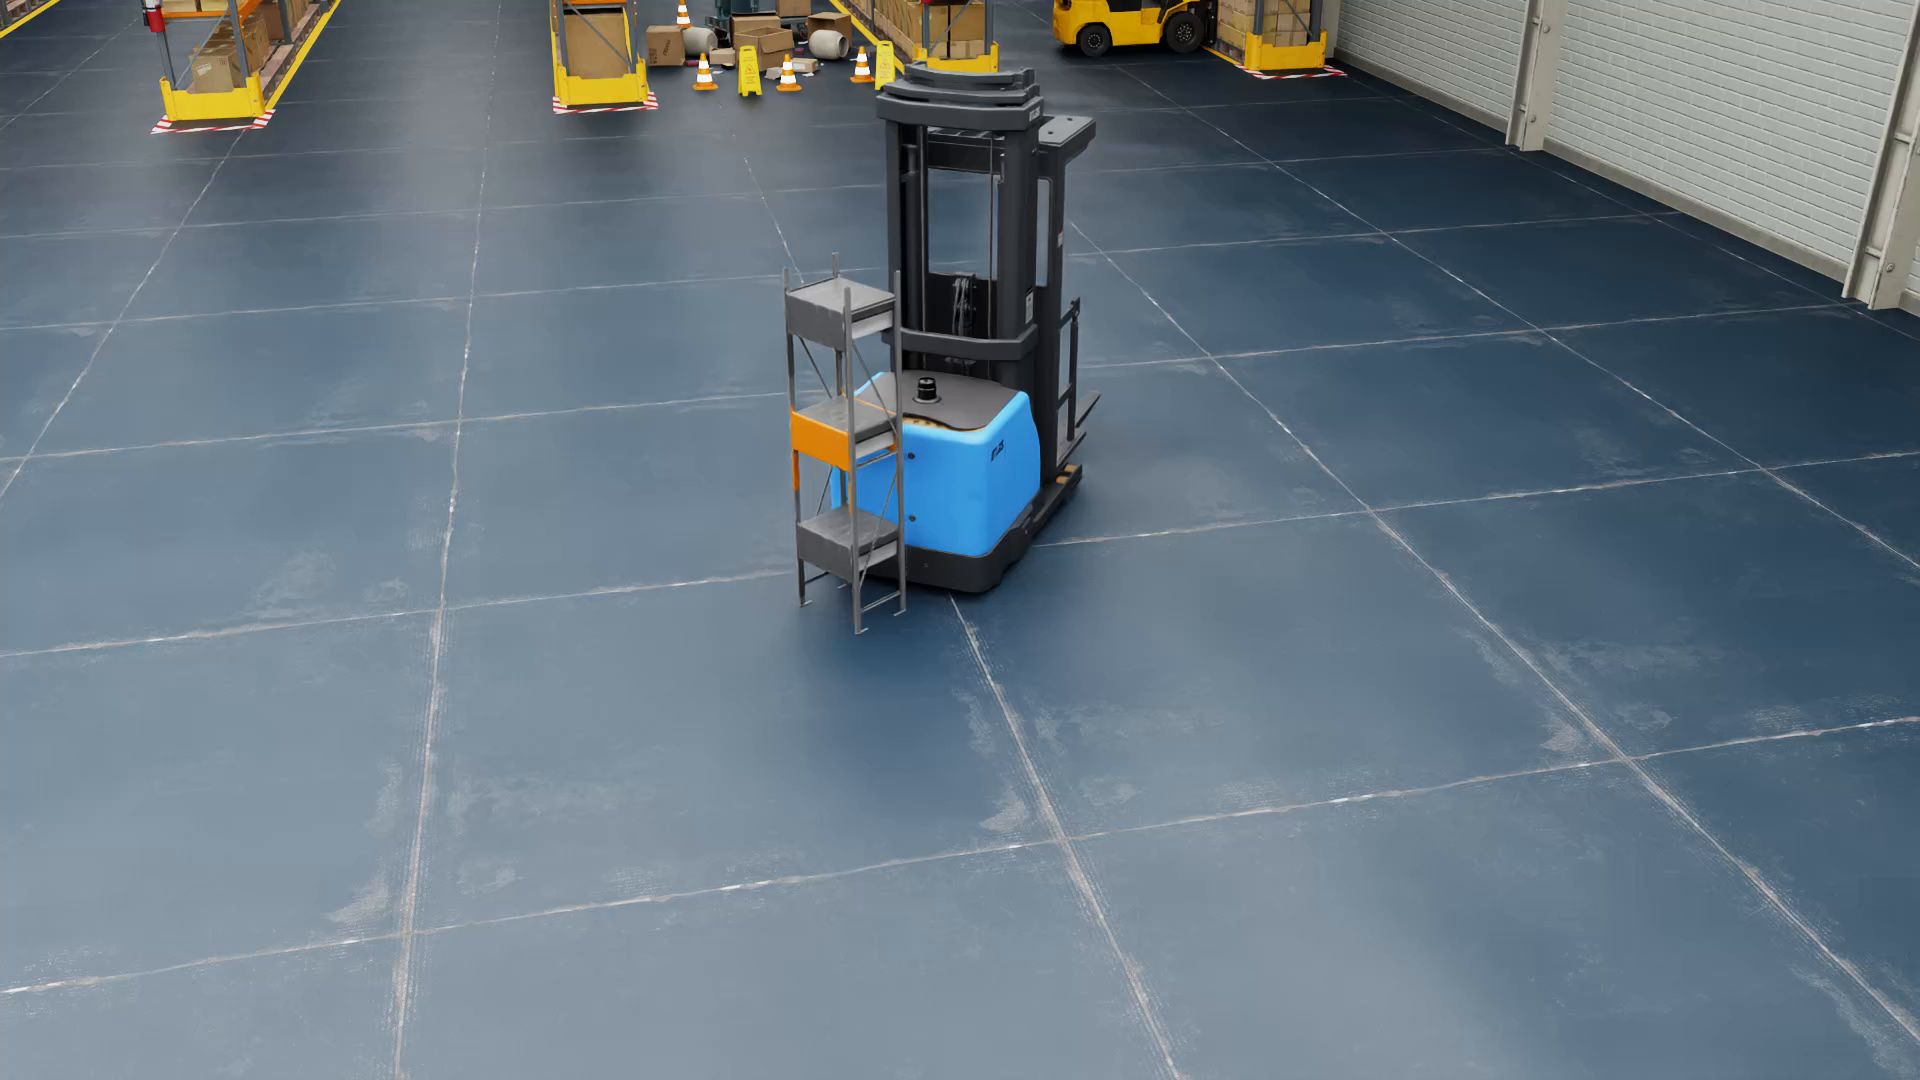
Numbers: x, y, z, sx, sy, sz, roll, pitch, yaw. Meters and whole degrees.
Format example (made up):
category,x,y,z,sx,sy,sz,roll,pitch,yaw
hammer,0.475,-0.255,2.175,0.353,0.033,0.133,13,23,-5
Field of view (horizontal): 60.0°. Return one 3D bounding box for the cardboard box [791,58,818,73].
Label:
category,x,y,z,sx,sy,sz,roll,pitch,yaw
cardboard box,-2.299,-6.955,24.365,0.380,0.149,0.250,8,28,15

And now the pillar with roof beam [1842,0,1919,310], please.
category,x,y,z,sx,sy,sz,roll,pitch,yaw
pillar with roof beam,4.030,-5.734,12.123,9.100,9.000,0.400,-6,27,-12

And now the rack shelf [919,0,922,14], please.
category,x,y,z,sx,sy,sz,roll,pitch,yaw
rack shelf,-0.487,-8.415,24.891,1.077,0.370,4.000,-6,27,-12

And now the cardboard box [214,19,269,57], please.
category,x,y,z,sx,sy,sz,roll,pitch,yaw
cardboard box,-10.405,-7.249,24.091,0.500,0.500,0.500,2,27,5

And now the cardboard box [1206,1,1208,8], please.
category,x,y,z,sx,sy,sz,roll,pitch,yaw
cardboard box,4.036,-8.394,26.083,0.500,0.250,0.500,-6,27,-12

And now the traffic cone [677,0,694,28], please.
category,x,y,z,sx,sy,sz,roll,pitch,yaw
traffic cone,-4.569,-8.676,27.426,0.336,0.463,0.334,-6,27,-12

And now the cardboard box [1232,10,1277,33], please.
category,x,y,z,sx,sy,sz,roll,pitch,yaw
cardboard box,4.385,-7.729,24.764,0.500,0.250,0.500,-6,27,-12

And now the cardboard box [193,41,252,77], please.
category,x,y,z,sx,sy,sz,roll,pitch,yaw
cardboard box,-9.984,-6.458,22.524,0.500,0.500,0.500,1,27,2

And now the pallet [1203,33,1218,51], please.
category,x,y,z,sx,sy,sz,roll,pitch,yaw
pallet,4.314,-7.985,26.335,1.003,0.211,1.213,-6,27,-12

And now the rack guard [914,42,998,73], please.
category,x,y,z,sx,sy,sz,roll,pitch,yaw
rack guard,-0.053,-6.775,23.619,1.175,0.500,0.348,-6,27,-12

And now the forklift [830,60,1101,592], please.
category,x,y,z,sx,sy,sz,roll,pitch,yaw
forklift,0.198,-1.636,10.739,1.130,2.935,3.031,10,28,19

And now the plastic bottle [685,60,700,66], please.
category,x,y,z,sx,sy,sz,roll,pitch,yaw
plastic bottle,-3.945,-7.109,24.767,0.283,0.061,0.133,-16,31,-29

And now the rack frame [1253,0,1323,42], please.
category,x,y,z,sx,sy,sz,roll,pitch,yaw
rack frame,4.799,-8.364,23.991,1.000,3.000,0.127,-6,27,-12

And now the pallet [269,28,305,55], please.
category,x,y,z,sx,sy,sz,roll,pitch,yaw
pallet,-10.770,-7.704,25.780,1.003,0.211,1.213,-6,27,-12

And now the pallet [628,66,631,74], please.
category,x,y,z,sx,sy,sz,roll,pitch,yaw
pallet,-5.092,-6.409,23.214,1.003,0.211,1.213,-6,27,-12

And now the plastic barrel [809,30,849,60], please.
category,x,y,z,sx,sy,sz,roll,pitch,yaw
plastic barrel,-1.977,-7.461,25.062,0.512,0.421,0.421,13,30,24

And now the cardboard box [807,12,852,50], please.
category,x,y,z,sx,sy,sz,roll,pitch,yaw
cardboard box,-2.022,-7.891,25.825,0.500,0.500,0.500,13,30,24

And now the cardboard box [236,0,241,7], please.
category,x,y,z,sx,sy,sz,roll,pitch,yaw
cardboard box,-9.561,-7.000,21.569,0.380,0.149,0.250,-6,27,-12

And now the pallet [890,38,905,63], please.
category,x,y,z,sx,sy,sz,roll,pitch,yaw
pallet,-0.473,-7.541,25.456,1.003,0.211,1.213,-6,27,-12

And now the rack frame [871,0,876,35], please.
category,x,y,z,sx,sy,sz,roll,pitch,yaw
rack frame,-0.938,-9.614,26.468,1.000,3.000,0.127,-6,27,-12

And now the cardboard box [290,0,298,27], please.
category,x,y,z,sx,sy,sz,roll,pitch,yaw
cardboard box,-10.926,-8.417,26.382,0.700,0.500,0.500,-8,28,-16

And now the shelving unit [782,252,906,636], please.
category,x,y,z,sx,sy,sz,roll,pitch,yaw
shelving unit,-0.643,-0.523,9.456,0.503,2.100,0.431,23,35,38

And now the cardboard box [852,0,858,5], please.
category,x,y,z,sx,sy,sz,roll,pitch,yaw
cardboard box,-1.382,-9.479,28.651,0.950,0.372,0.625,-5,27,-10

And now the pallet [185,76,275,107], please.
category,x,y,z,sx,sy,sz,roll,pitch,yaw
pallet,-9.857,-6.000,22.404,1.003,0.211,1.213,-6,27,-12

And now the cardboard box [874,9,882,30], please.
category,x,y,z,sx,sy,sz,roll,pitch,yaw
cardboard box,-1.068,-8.287,26.426,0.500,0.250,0.500,-7,28,-14

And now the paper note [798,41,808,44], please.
category,x,y,z,sx,sy,sz,roll,pitch,yaw
paper note,-2.480,-7.883,26.333,0.148,0.019,0.142,-6,27,-12

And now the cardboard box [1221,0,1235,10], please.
category,x,y,z,sx,sy,sz,roll,pitch,yaw
cardboard box,4.271,-8.164,25.072,0.500,0.250,0.500,-5,27,-11

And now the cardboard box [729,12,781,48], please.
category,x,y,z,sx,sy,sz,roll,pitch,yaw
cardboard box,-3.117,-7.728,25.351,0.797,0.637,0.503,-6,27,-12

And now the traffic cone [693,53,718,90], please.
category,x,y,z,sx,sy,sz,roll,pitch,yaw
traffic cone,-3.572,-6.556,23.225,0.336,0.463,0.334,-6,27,-12

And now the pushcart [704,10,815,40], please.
category,x,y,z,sx,sy,sz,roll,pitch,yaw
pushcart,-3.148,-8.190,26.557,1.648,0.377,0.936,-16,31,-29

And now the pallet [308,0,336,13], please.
category,x,y,z,sx,sy,sz,roll,pitch,yaw
pallet,-11.598,-9.472,29.283,1.003,0.211,1.213,-6,27,-12

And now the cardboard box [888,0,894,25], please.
category,x,y,z,sx,sy,sz,roll,pitch,yaw
cardboard box,-0.820,-8.161,25.342,0.500,0.500,0.500,-5,27,-9

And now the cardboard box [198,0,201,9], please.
category,x,y,z,sx,sy,sz,roll,pitch,yaw
cardboard box,-10.012,-6.953,21.476,0.380,0.149,0.250,-6,27,-12

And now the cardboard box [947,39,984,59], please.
category,x,y,z,sx,sy,sz,roll,pitch,yaw
cardboard box,0.052,-7.200,24.271,0.500,0.250,0.500,-6,27,-12

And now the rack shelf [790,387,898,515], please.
category,x,y,z,sx,sy,sz,roll,pitch,yaw
rack shelf,-0.643,-0.511,9.462,0.480,0.518,0.431,23,35,38

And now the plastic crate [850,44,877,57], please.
category,x,y,z,sx,sy,sz,roll,pitch,yaw
plastic crate,-1.383,-7.538,25.596,0.402,0.080,0.583,-16,31,-29

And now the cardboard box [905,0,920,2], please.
category,x,y,z,sx,sy,sz,roll,pitch,yaw
cardboard box,-0.619,-7.922,24.149,0.380,0.149,0.250,-5,27,-10

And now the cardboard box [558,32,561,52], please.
category,x,y,z,sx,sy,sz,roll,pitch,yaw
cardboard box,-5.254,-7.227,23.631,0.875,0.875,0.875,-6,27,-12

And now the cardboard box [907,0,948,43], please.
category,x,y,z,sx,sy,sz,roll,pitch,yaw
cardboard box,-0.471,-7.478,23.990,0.500,0.500,0.500,-6,27,-11

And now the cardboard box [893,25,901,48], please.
category,x,y,z,sx,sy,sz,roll,pitch,yaw
cardboard box,-0.713,-7.603,25.069,0.500,0.250,0.500,-7,28,-13

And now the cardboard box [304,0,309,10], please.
category,x,y,z,sx,sy,sz,roll,pitch,yaw
cardboard box,-11.324,-9.152,27.839,0.700,0.500,0.500,-7,28,-14

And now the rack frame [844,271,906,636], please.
category,x,y,z,sx,sy,sz,roll,pitch,yaw
rack frame,-0.466,-0.447,9.306,0.015,2.100,0.400,23,35,38

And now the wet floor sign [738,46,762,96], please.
category,x,y,z,sx,sy,sz,roll,pitch,yaw
wet floor sign,-2.900,-6.448,22.809,0.267,0.644,0.232,-11,29,-20

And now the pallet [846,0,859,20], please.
category,x,y,z,sx,sy,sz,roll,pitch,yaw
pallet,-1.393,-9.247,28.837,1.003,0.211,1.213,-6,27,-12

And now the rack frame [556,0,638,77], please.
category,x,y,z,sx,sy,sz,roll,pitch,yaw
rack frame,-4.836,-7.311,21.906,1.000,3.000,0.127,-6,27,-12

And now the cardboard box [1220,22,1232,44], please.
category,x,y,z,sx,sy,sz,roll,pitch,yaw
cardboard box,4.283,-7.717,25.296,0.500,0.250,0.500,-6,27,-12
